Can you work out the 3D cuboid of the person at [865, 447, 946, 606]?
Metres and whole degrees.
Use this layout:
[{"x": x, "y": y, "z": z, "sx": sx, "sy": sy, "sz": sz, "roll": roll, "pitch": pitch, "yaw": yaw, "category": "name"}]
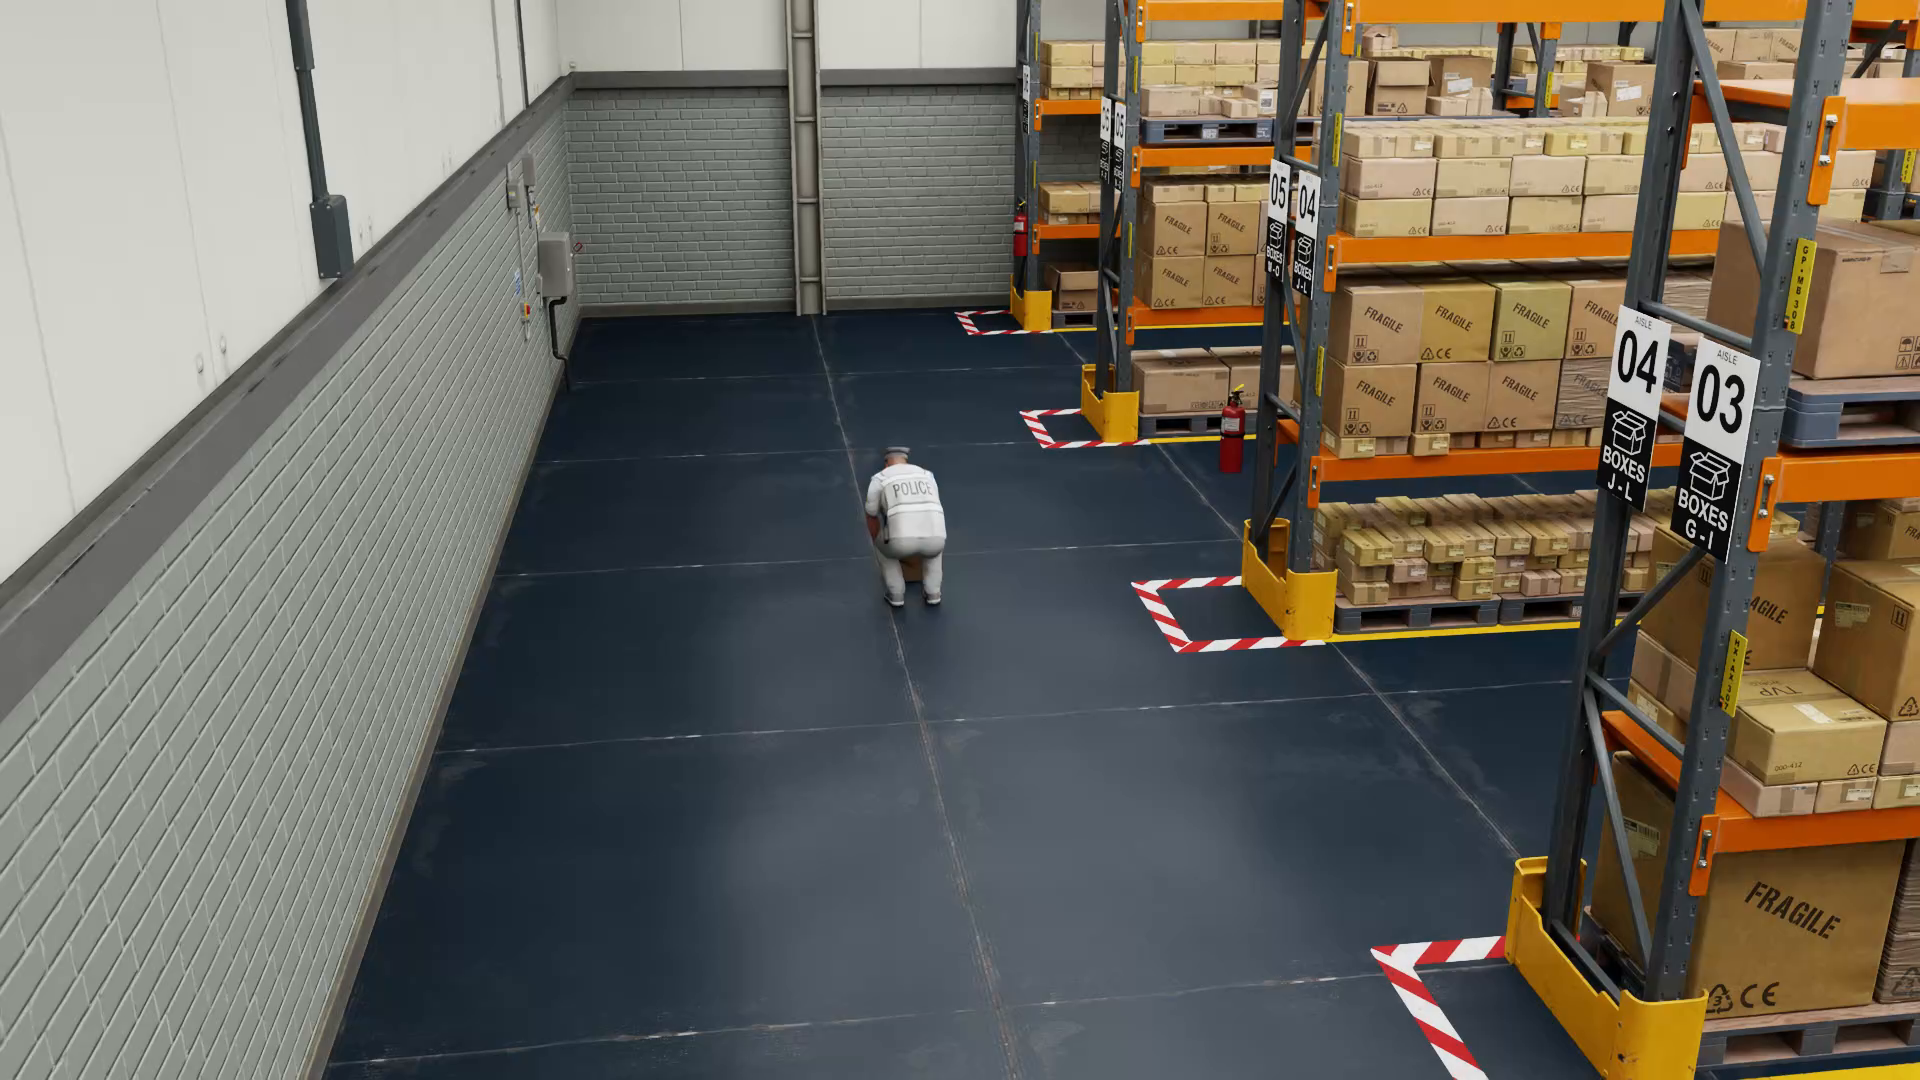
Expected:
[{"x": -0.403, "y": -0.101, "z": 12.345, "sx": 0.573, "sy": 1.075, "sz": 0.934, "roll": -3, "pitch": 20, "yaw": -8, "category": "person"}]
